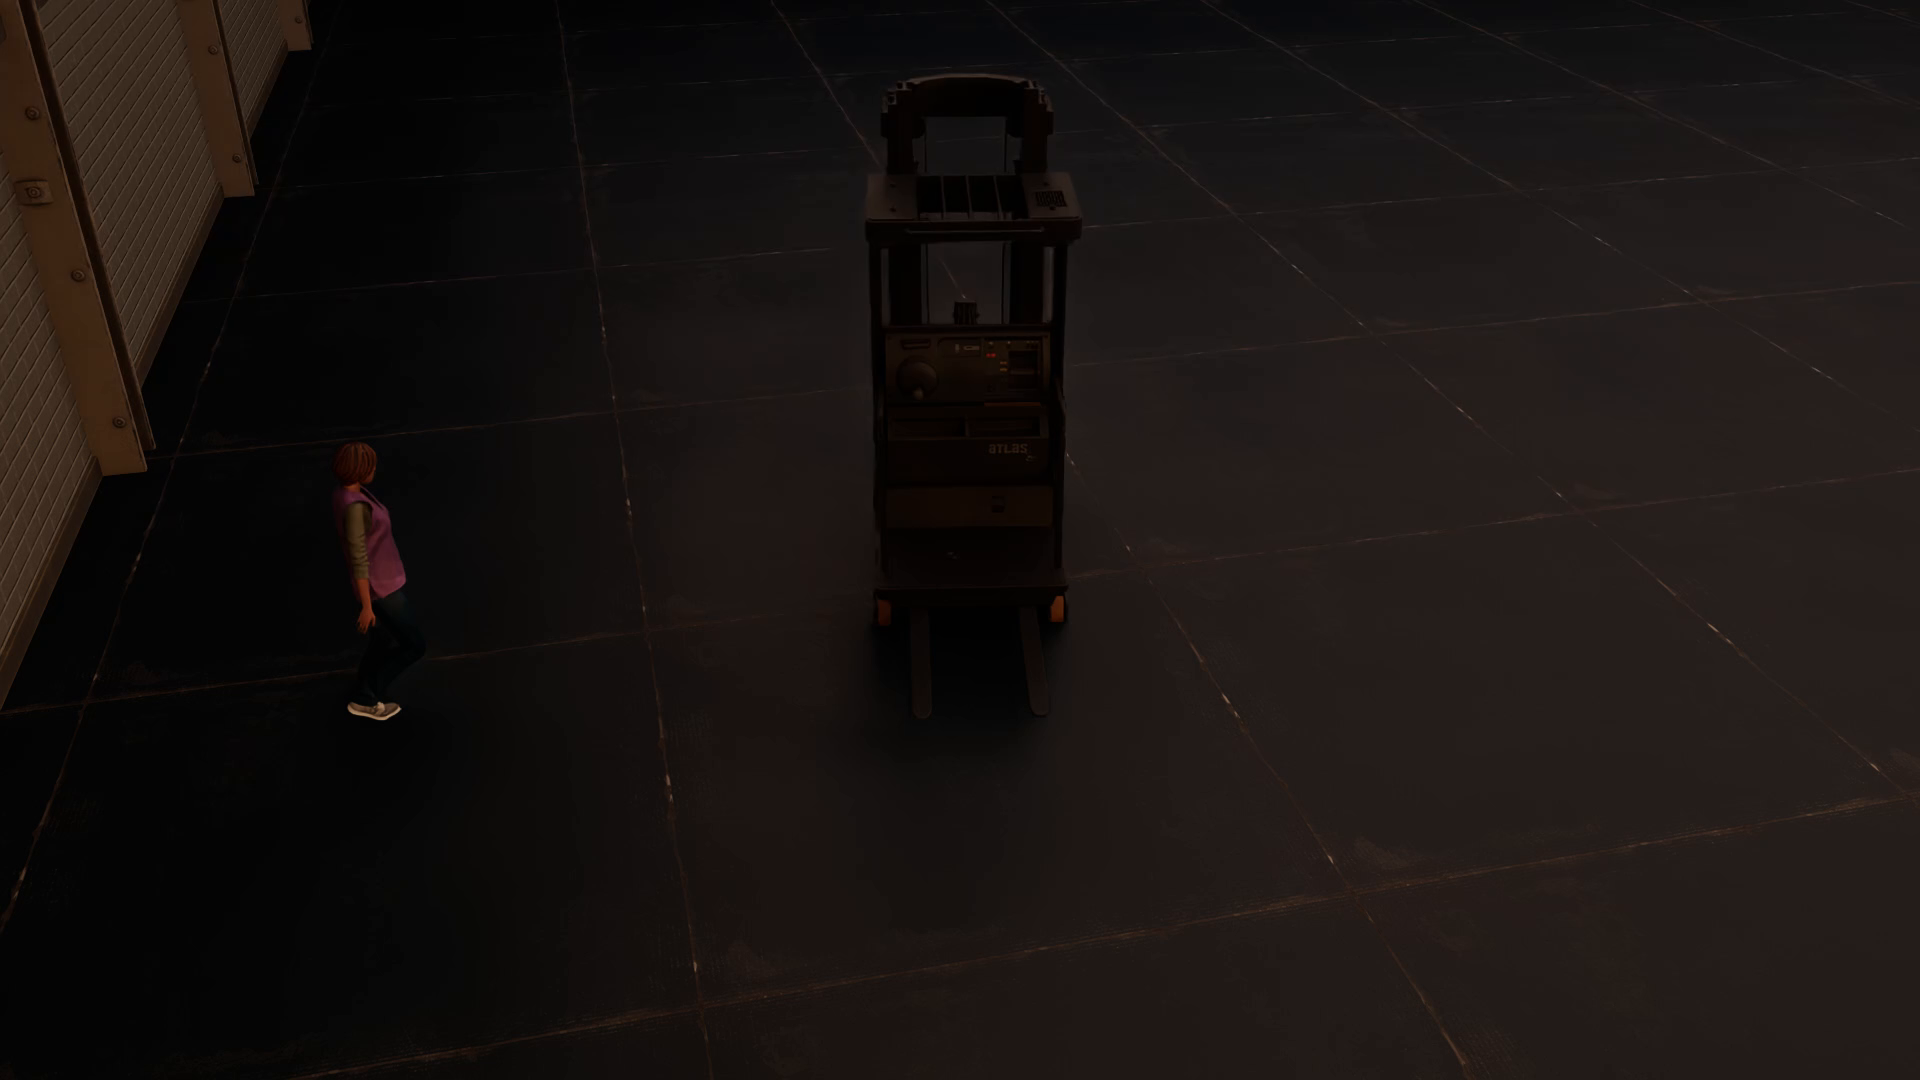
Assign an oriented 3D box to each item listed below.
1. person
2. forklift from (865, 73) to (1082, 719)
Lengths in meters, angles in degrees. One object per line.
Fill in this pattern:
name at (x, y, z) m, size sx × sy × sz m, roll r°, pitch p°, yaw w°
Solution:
person at (-3.061, 0.232, 8.599) m, size 0.449 × 1.515 × 0.744 m, roll -11°, pitch 32°, yaw -19°
forklift at (0.054, -0.931, 9.183) m, size 1.130 × 2.935 × 3.031 m, roll -1°, pitch 30°, yaw -2°
